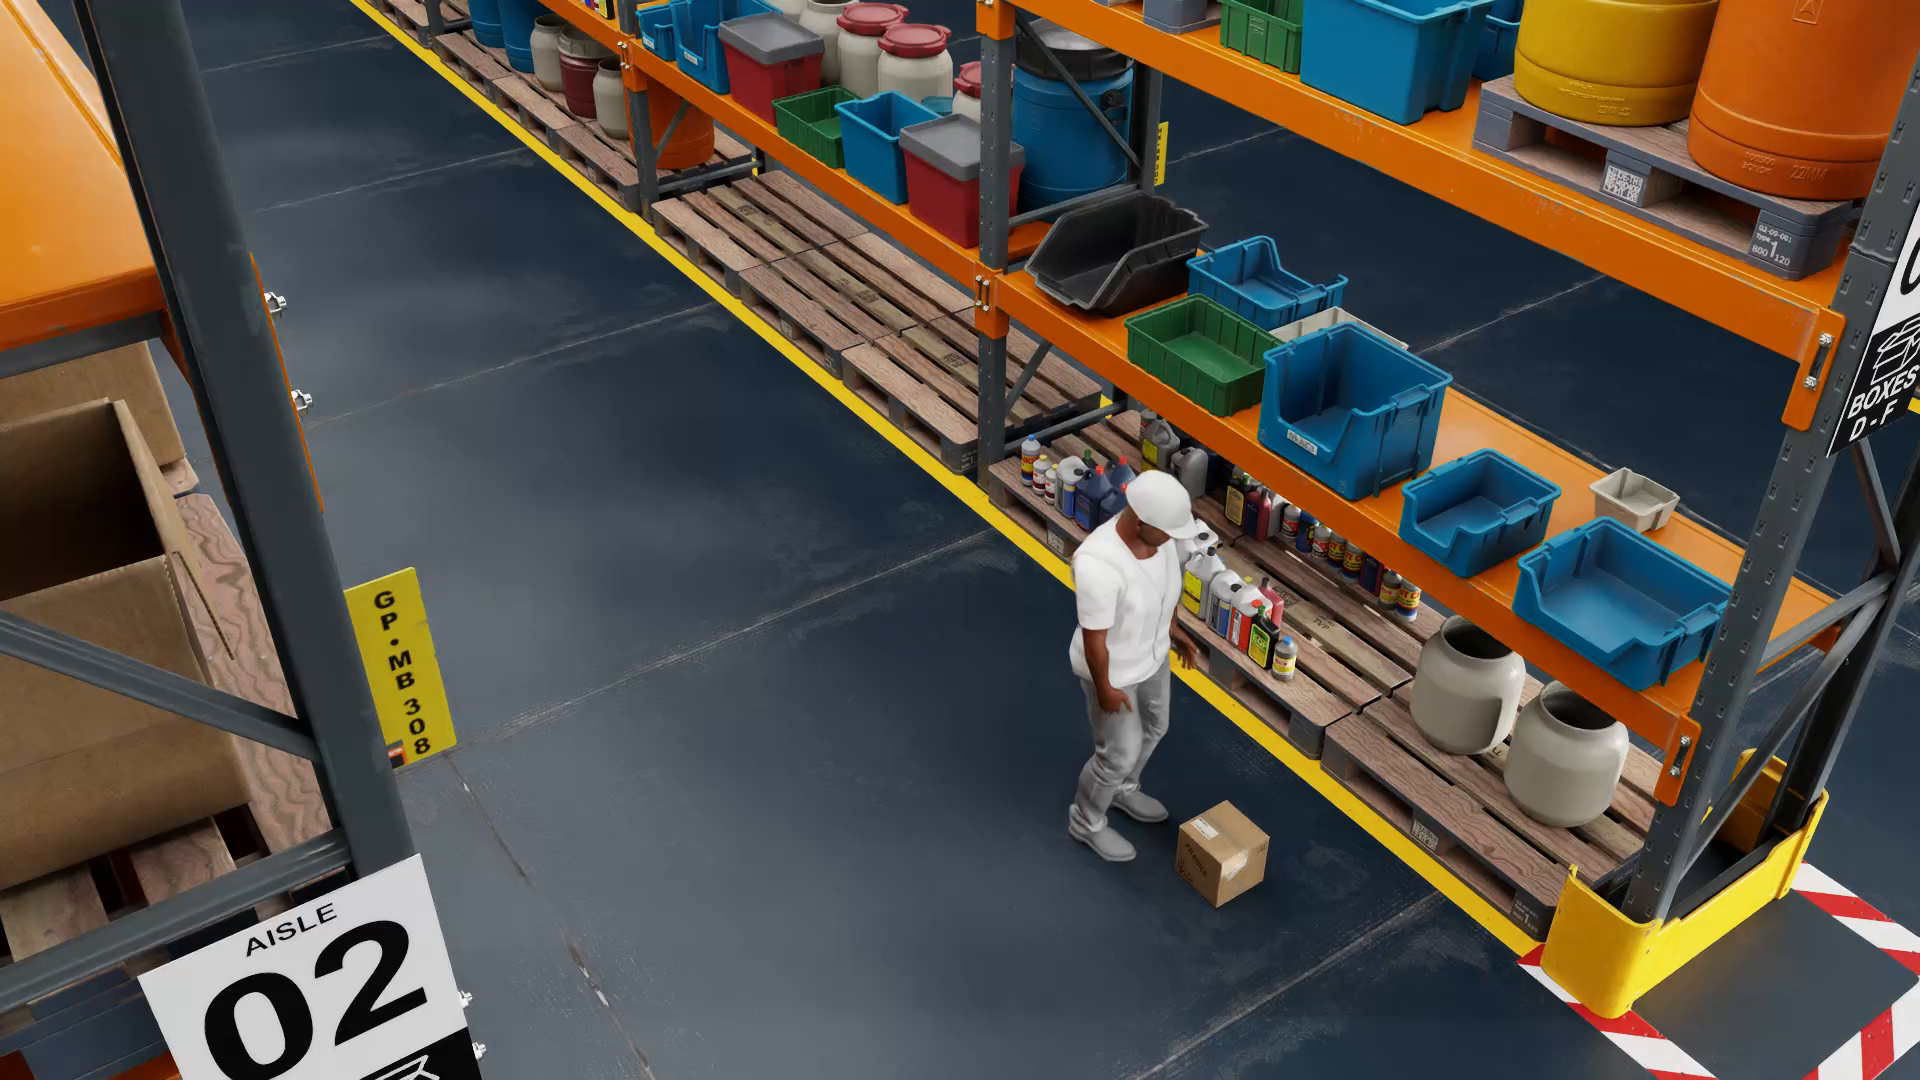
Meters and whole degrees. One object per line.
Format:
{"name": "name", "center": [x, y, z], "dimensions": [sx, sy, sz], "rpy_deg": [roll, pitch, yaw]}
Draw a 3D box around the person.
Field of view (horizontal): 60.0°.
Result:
{"name": "person", "center": [0.661, 0.458, 6.377], "dimensions": [0.396, 1.746, 0.578], "rpy_deg": [24, 42, 29]}
